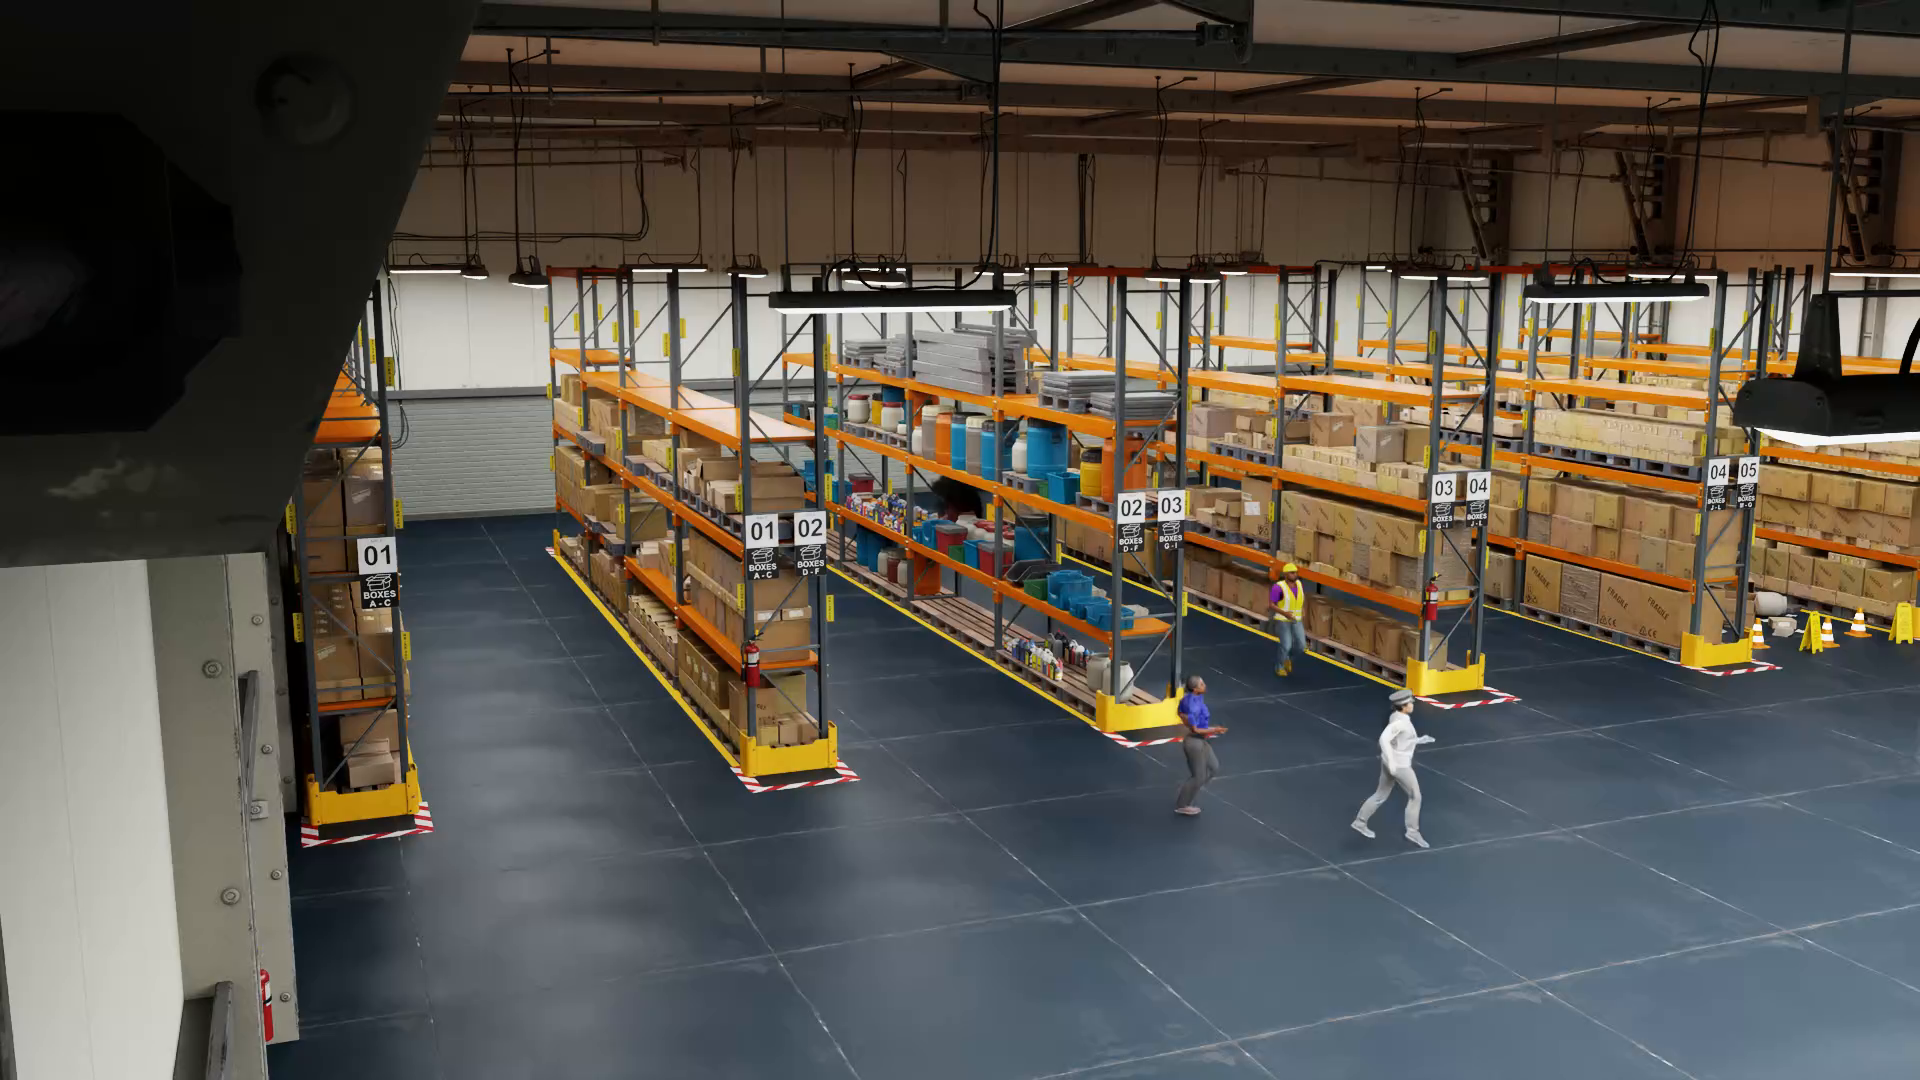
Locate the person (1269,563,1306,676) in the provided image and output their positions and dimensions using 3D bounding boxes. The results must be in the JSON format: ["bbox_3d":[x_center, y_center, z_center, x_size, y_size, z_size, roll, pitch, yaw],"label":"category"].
[{"bbox_3d":[4.946,1.193,24.789,0.733,1.718,0.582,-5,11,-25],"label":"person"}]

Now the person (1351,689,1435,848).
[{"bbox_3d":[4.638,2.436,17.767,0.849,1.739,0.580,0,10,0],"label":"person"}]

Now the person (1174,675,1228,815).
[{"bbox_3d":[2.720,2.302,18.732,0.572,1.618,0.563,1,10,7],"label":"person"}]
